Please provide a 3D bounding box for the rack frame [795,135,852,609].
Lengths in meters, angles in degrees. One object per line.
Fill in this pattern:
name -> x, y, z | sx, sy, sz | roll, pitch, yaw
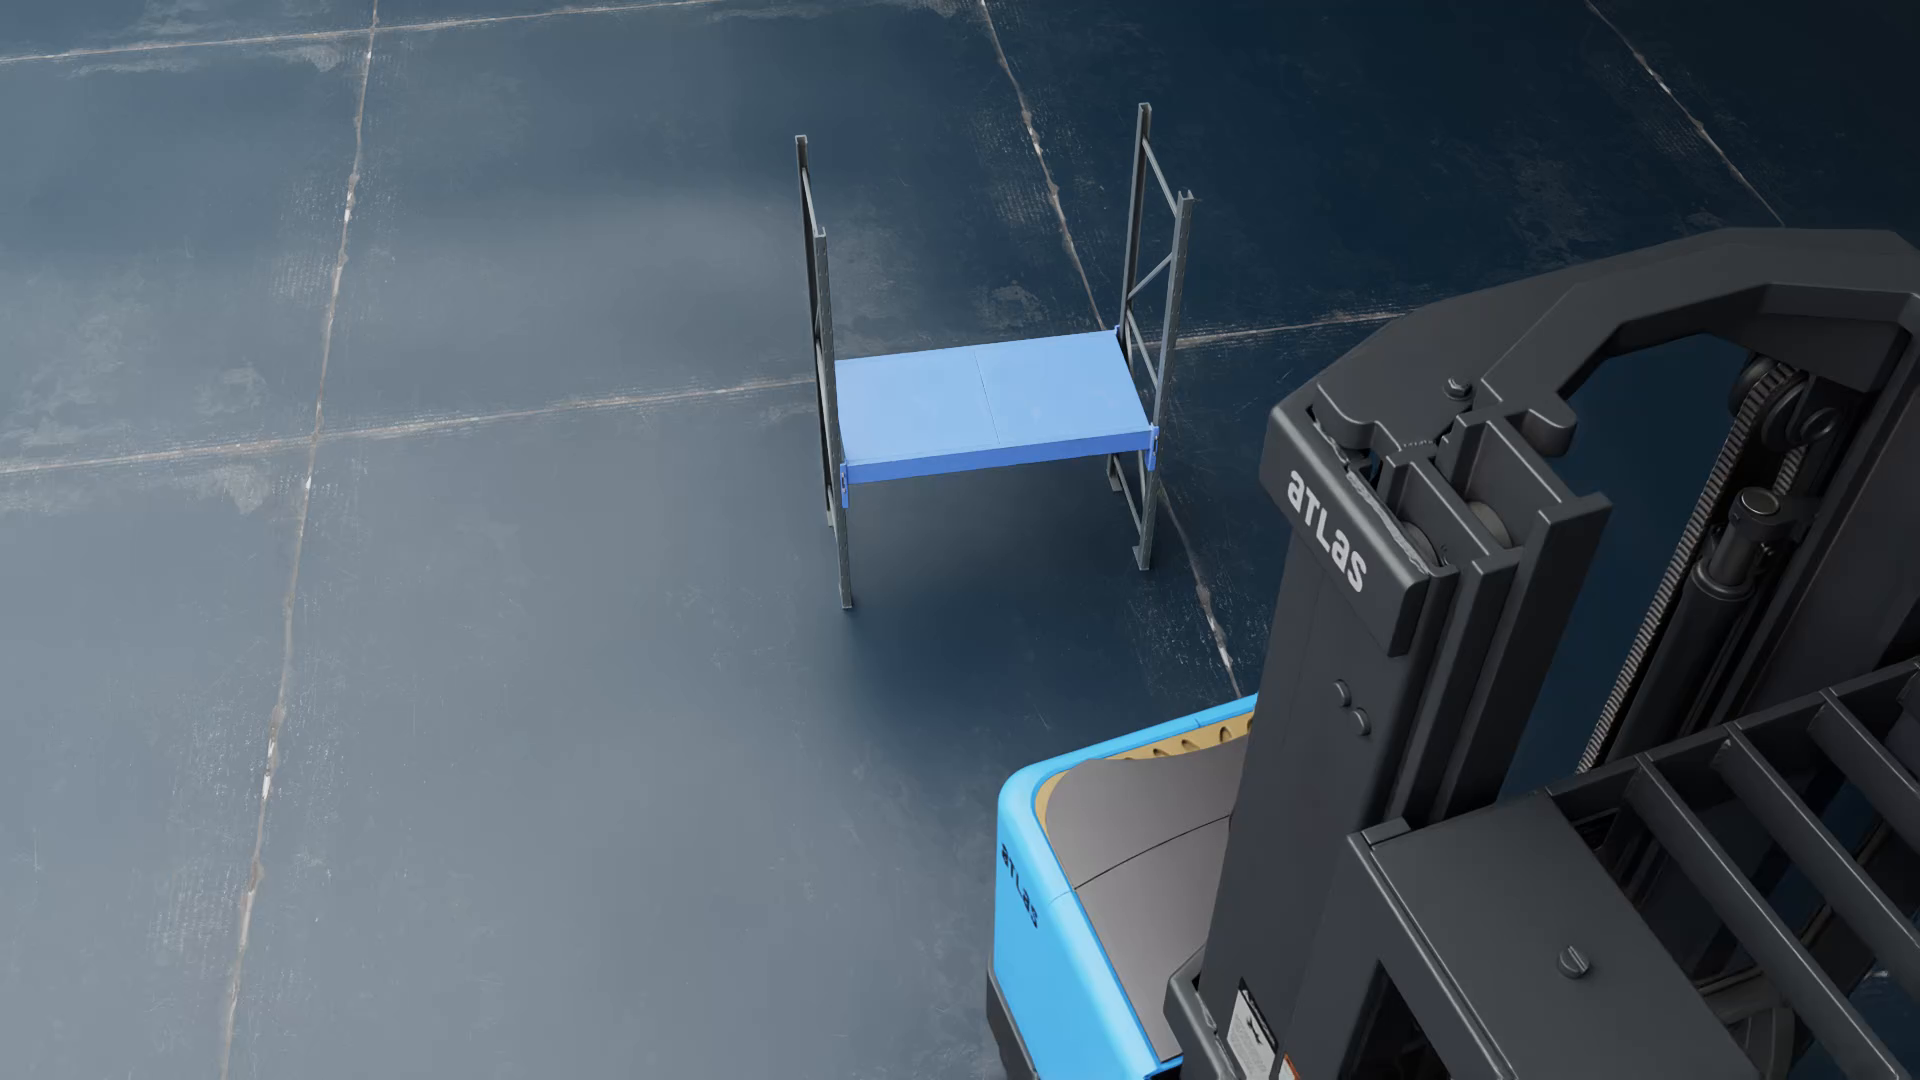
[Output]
rack frame -> -0.417, -0.468, 5.160 | 0.032, 1.500, 0.500 | -7, 46, -7

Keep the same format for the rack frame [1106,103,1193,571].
rack frame -> 0.585, -0.593, 5.280 | 0.032, 1.500, 0.500 | -7, 46, -7

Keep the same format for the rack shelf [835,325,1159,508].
rack shelf -> 0.084, -0.406, 5.350 | 1.000, 0.185, 0.538 | -7, 46, -7

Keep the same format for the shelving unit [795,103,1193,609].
shelving unit -> 0.084, -0.531, 5.220 | 1.048, 1.500, 0.538 | -7, 46, -7

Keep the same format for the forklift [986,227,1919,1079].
forklift -> 1.070, 1.127, 2.629 | 1.130, 2.935, 3.031 | -15, 48, -14
